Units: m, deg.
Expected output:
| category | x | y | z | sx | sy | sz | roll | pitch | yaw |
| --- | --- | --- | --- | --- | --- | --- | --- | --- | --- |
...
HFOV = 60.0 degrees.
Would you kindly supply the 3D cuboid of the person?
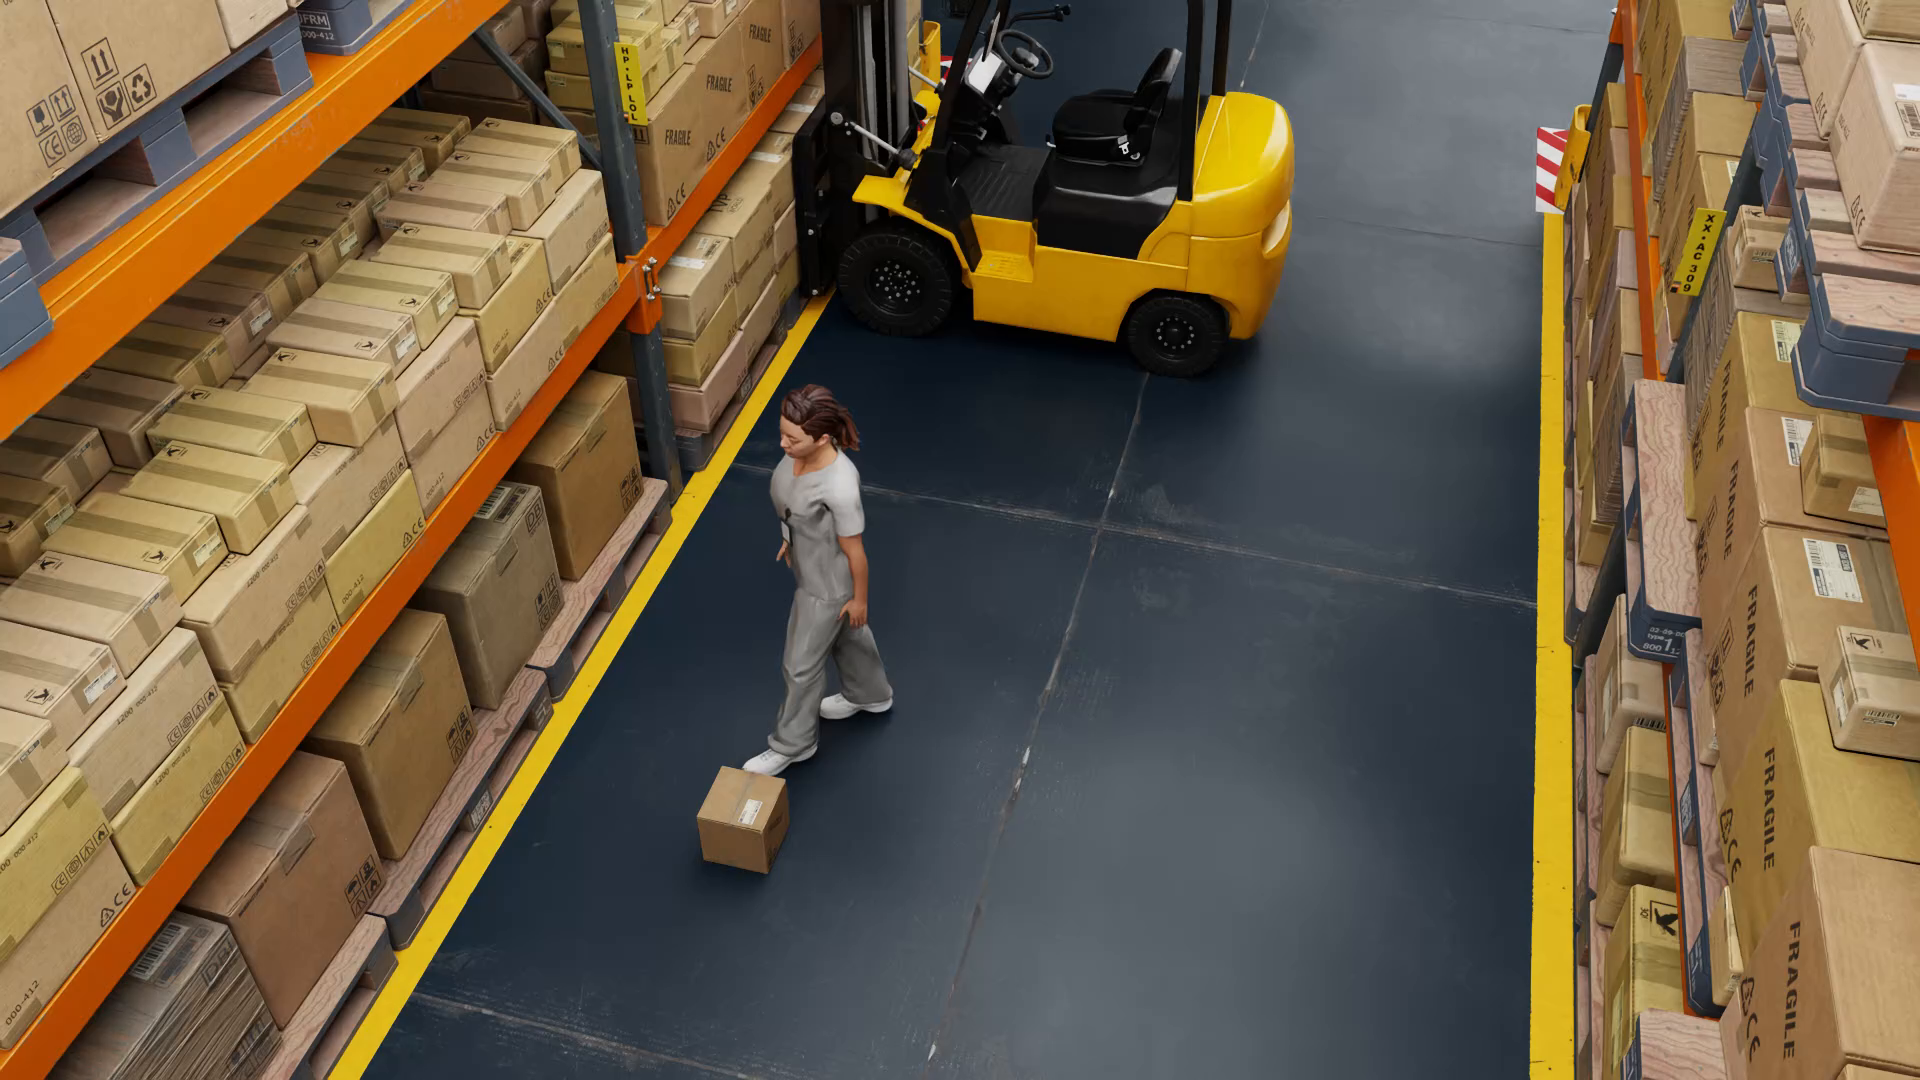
| category | x | y | z | sx | sy | sz | roll | pitch | yaw |
| --- | --- | --- | --- | --- | --- | --- | --- | --- | --- |
| person | -0.570 | 0.127 | 6.000 | 0.659 | 1.666 | 0.465 | -14 | 43 | -15 |
